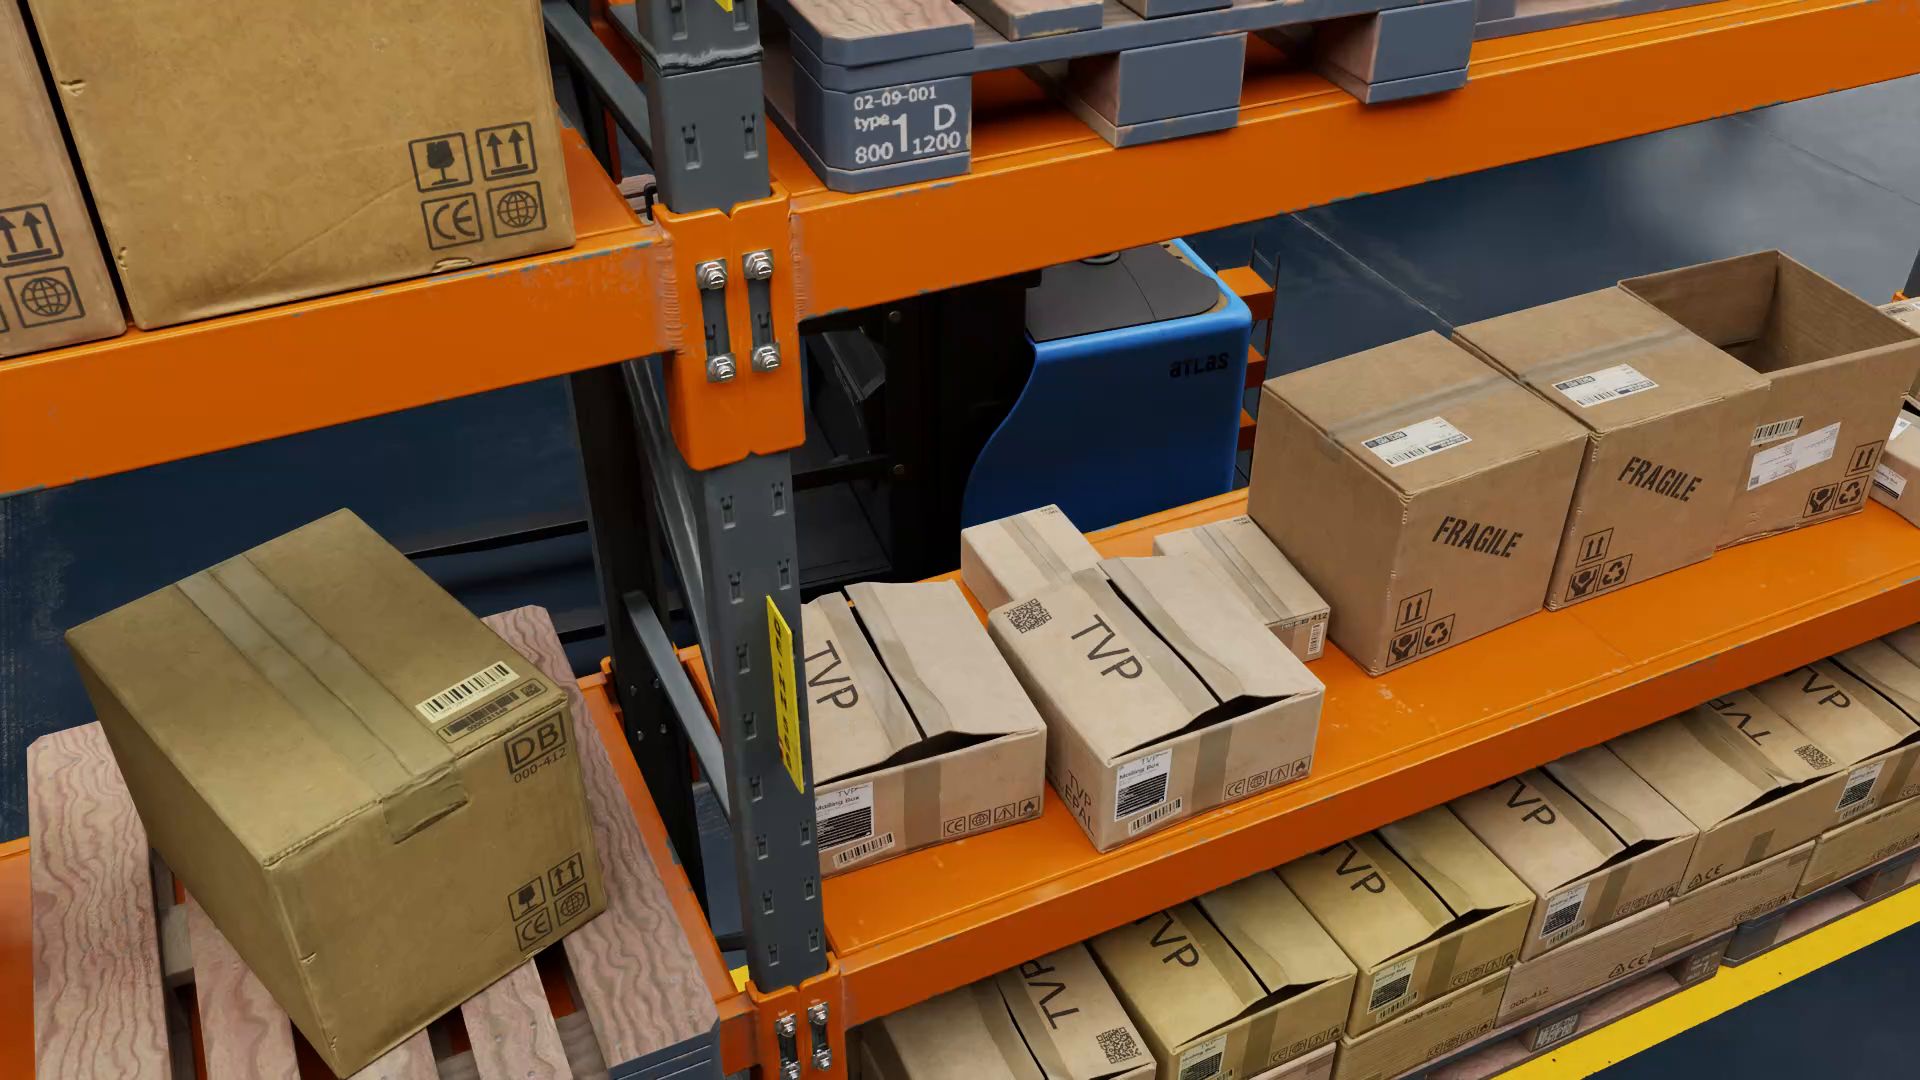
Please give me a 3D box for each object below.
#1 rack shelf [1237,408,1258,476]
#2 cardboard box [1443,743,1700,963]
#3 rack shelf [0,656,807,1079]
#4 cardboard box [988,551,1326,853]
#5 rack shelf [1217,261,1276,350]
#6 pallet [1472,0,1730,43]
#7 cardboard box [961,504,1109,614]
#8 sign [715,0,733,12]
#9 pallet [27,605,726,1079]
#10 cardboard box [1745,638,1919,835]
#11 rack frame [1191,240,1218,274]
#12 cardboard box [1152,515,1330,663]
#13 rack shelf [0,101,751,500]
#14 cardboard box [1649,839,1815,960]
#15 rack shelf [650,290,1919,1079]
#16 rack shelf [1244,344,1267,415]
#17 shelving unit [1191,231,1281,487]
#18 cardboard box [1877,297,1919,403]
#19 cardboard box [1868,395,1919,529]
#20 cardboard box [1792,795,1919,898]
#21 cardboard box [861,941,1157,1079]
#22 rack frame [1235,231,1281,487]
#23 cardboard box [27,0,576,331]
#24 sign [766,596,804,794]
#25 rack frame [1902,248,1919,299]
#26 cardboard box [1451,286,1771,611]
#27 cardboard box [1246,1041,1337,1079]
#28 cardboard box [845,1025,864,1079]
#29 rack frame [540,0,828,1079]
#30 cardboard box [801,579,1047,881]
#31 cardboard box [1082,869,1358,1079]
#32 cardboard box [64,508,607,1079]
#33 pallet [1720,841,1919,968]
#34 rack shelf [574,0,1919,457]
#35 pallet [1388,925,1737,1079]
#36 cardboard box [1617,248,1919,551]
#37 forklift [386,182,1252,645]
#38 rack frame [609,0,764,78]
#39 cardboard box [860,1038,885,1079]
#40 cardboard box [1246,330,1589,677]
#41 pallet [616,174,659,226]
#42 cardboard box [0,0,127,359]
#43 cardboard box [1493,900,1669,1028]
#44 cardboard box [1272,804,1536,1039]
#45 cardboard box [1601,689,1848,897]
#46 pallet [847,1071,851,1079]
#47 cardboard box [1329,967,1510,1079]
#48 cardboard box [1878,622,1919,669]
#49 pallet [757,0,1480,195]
[{"bbox_3d":[0.977,-0.381,6.367,0.240,0.259,0.215,-12,38,-15],"label":"rack shelf"},{"bbox_3d":[1.495,0.720,4.247,0.500,0.311,0.500,-16,39,-21],"label":"cardboard box"},{"bbox_3d":[-2.314,1.174,2.753,4.000,0.370,1.077,-16,39,-20],"label":"rack shelf"},{"bbox_3d":[0.389,0.293,3.412,0.500,0.311,0.500,-16,39,-20],"label":"cardboard box"},{"bbox_3d":[0.977,-0.832,6.032,0.240,0.259,0.215,-12,38,-15],"label":"rack shelf"},{"bbox_3d":[1.084,-1.255,3.064,1.213,0.211,1.003,-14,39,-18],"label":"pallet"},{"bbox_3d":[0.193,0.103,3.804,0.250,0.149,0.380,-16,39,-20],"label":"cardboard box"},{"bbox_3d":[-0.275,-0.740,1.778,0.005,0.325,0.100,-16,39,-20],"label":"sign"},{"bbox_3d":[-1.087,0.666,2.996,1.003,0.211,1.213,-16,39,-20],"label":"pallet"},{"bbox_3d":[2.405,0.469,4.584,0.500,0.311,0.500,-15,39,-19],"label":"cardboard box"},{"bbox_3d":[0.861,-0.589,6.163,0.008,1.050,0.200,-12,38,-15],"label":"rack frame"},{"bbox_3d":[0.627,0.127,3.772,0.250,0.149,0.380,-13,38,-17],"label":"cardboard box"},{"bbox_3d":[-2.314,-0.031,1.859,4.000,0.370,1.077,-16,39,-20],"label":"rack shelf"},{"bbox_3d":[1.944,0.820,4.582,0.500,0.250,0.500,-15,39,-19],"label":"cardboard box"},{"bbox_3d":[1.307,0.162,4.118,4.000,0.370,1.077,-16,39,-20],"label":"rack shelf"},{"bbox_3d":[0.977,-0.604,6.201,0.240,0.259,0.215,-12,38,-15],"label":"rack shelf"},{"bbox_3d":[0.977,-0.613,6.195,0.252,1.050,0.215,-12,38,-15],"label":"shelving unit"},{"bbox_3d":[2.690,-0.425,4.431,0.500,0.250,0.500,-13,39,-17],"label":"cardboard box"},{"bbox_3d":[2.400,-0.258,4.193,0.258,0.266,0.396,-17,40,-21],"label":"cardboard box"},{"bbox_3d":[2.407,0.691,4.757,0.500,0.250,0.500,-16,40,-21],"label":"cardboard box"},{"bbox_3d":[0.096,1.115,3.713,0.500,0.311,0.500,-14,39,-18],"label":"cardboard box"},{"bbox_3d":[1.092,-0.636,6.227,0.008,1.050,0.200,-12,38,-15],"label":"rack frame"},{"bbox_3d":[-0.884,-0.737,2.124,0.500,0.500,0.910,-16,39,-20],"label":"cardboard box"},{"bbox_3d":[-0.264,0.236,2.508,0.005,0.325,0.100,-16,39,-20],"label":"sign"},{"bbox_3d":[3.118,-0.633,4.586,0.127,3.000,1.000,-16,39,-20],"label":"rack frame"},{"bbox_3d":[1.485,-0.228,3.955,0.500,0.500,0.500,-16,39,-20],"label":"cardboard box"},{"bbox_3d":[0.550,1.213,4.052,0.500,0.250,0.500,-17,40,-21],"label":"cardboard box"},{"bbox_3d":[-0.131,1.050,4.272,0.500,0.250,0.500,-15,39,-19],"label":"cardboard box"},{"bbox_3d":[-0.503,0.379,3.221,0.127,3.000,1.000,-16,39,-20],"label":"rack frame"},{"bbox_3d":[-0.156,0.346,3.340,0.500,0.311,0.500,-13,39,-17],"label":"cardboard box"},{"bbox_3d":[0.567,0.978,3.899,0.500,0.311,0.500,-17,40,-21],"label":"cardboard box"},{"bbox_3d":[-1.026,0.390,2.769,0.500,0.500,0.700,-30,46,-34],"label":"cardboard box"},{"bbox_3d":[2.467,0.694,5.137,1.213,0.211,1.003,-16,39,-20],"label":"pallet"},{"bbox_3d":[1.307,-1.043,3.224,4.000,0.370,1.077,-16,39,-20],"label":"rack shelf"},{"bbox_3d":[1.361,1.005,4.718,1.213,0.211,1.003,-16,39,-20],"label":"pallet"},{"bbox_3d":[1.939,-0.355,4.126,0.500,0.500,0.500,-13,38,-17],"label":"cardboard box"},{"bbox_3d":[-0.589,-1.058,5.215,3.031,2.935,1.130,-11,38,-15],"label":"forklift"},{"bbox_3d":[-0.503,-2.031,1.434,0.127,3.000,1.000,-16,39,-20],"label":"rack frame"},{"bbox_3d":[0.096,1.341,3.880,0.500,0.250,0.500,-16,39,-20],"label":"cardboard box"},{"bbox_3d":[1.009,-0.095,3.776,0.500,0.500,0.500,-18,40,-22],"label":"cardboard box"},{"bbox_3d":[-1.887,-1.348,7.891,1.213,0.211,1.003,-16,39,-20],"label":"pallet"},{"bbox_3d":[-1.346,-0.608,1.950,0.500,0.500,0.910,-16,39,-20],"label":"cardboard box"},{"bbox_3d":[1.483,0.948,4.409,0.500,0.250,0.500,-15,39,-19],"label":"cardboard box"},{"bbox_3d":[1.030,0.850,4.071,0.500,0.311,0.500,-17,40,-21],"label":"cardboard box"},{"bbox_3d":[1.952,0.594,4.416,0.500,0.311,0.500,-16,39,-20],"label":"cardboard box"},{"bbox_3d":[0.258,1.312,4.304,1.213,0.211,1.003,-16,39,-20],"label":"pallet"},{"bbox_3d":[1.018,1.078,4.234,0.500,0.250,0.500,-17,40,-21],"label":"cardboard box"},{"bbox_3d":[2.873,0.334,4.766,0.500,0.311,0.500,-16,39,-20],"label":"cardboard box"},{"bbox_3d":[0.073,-0.970,2.680,1.003,0.211,1.213,-14,39,-18],"label":"pallet"}]
